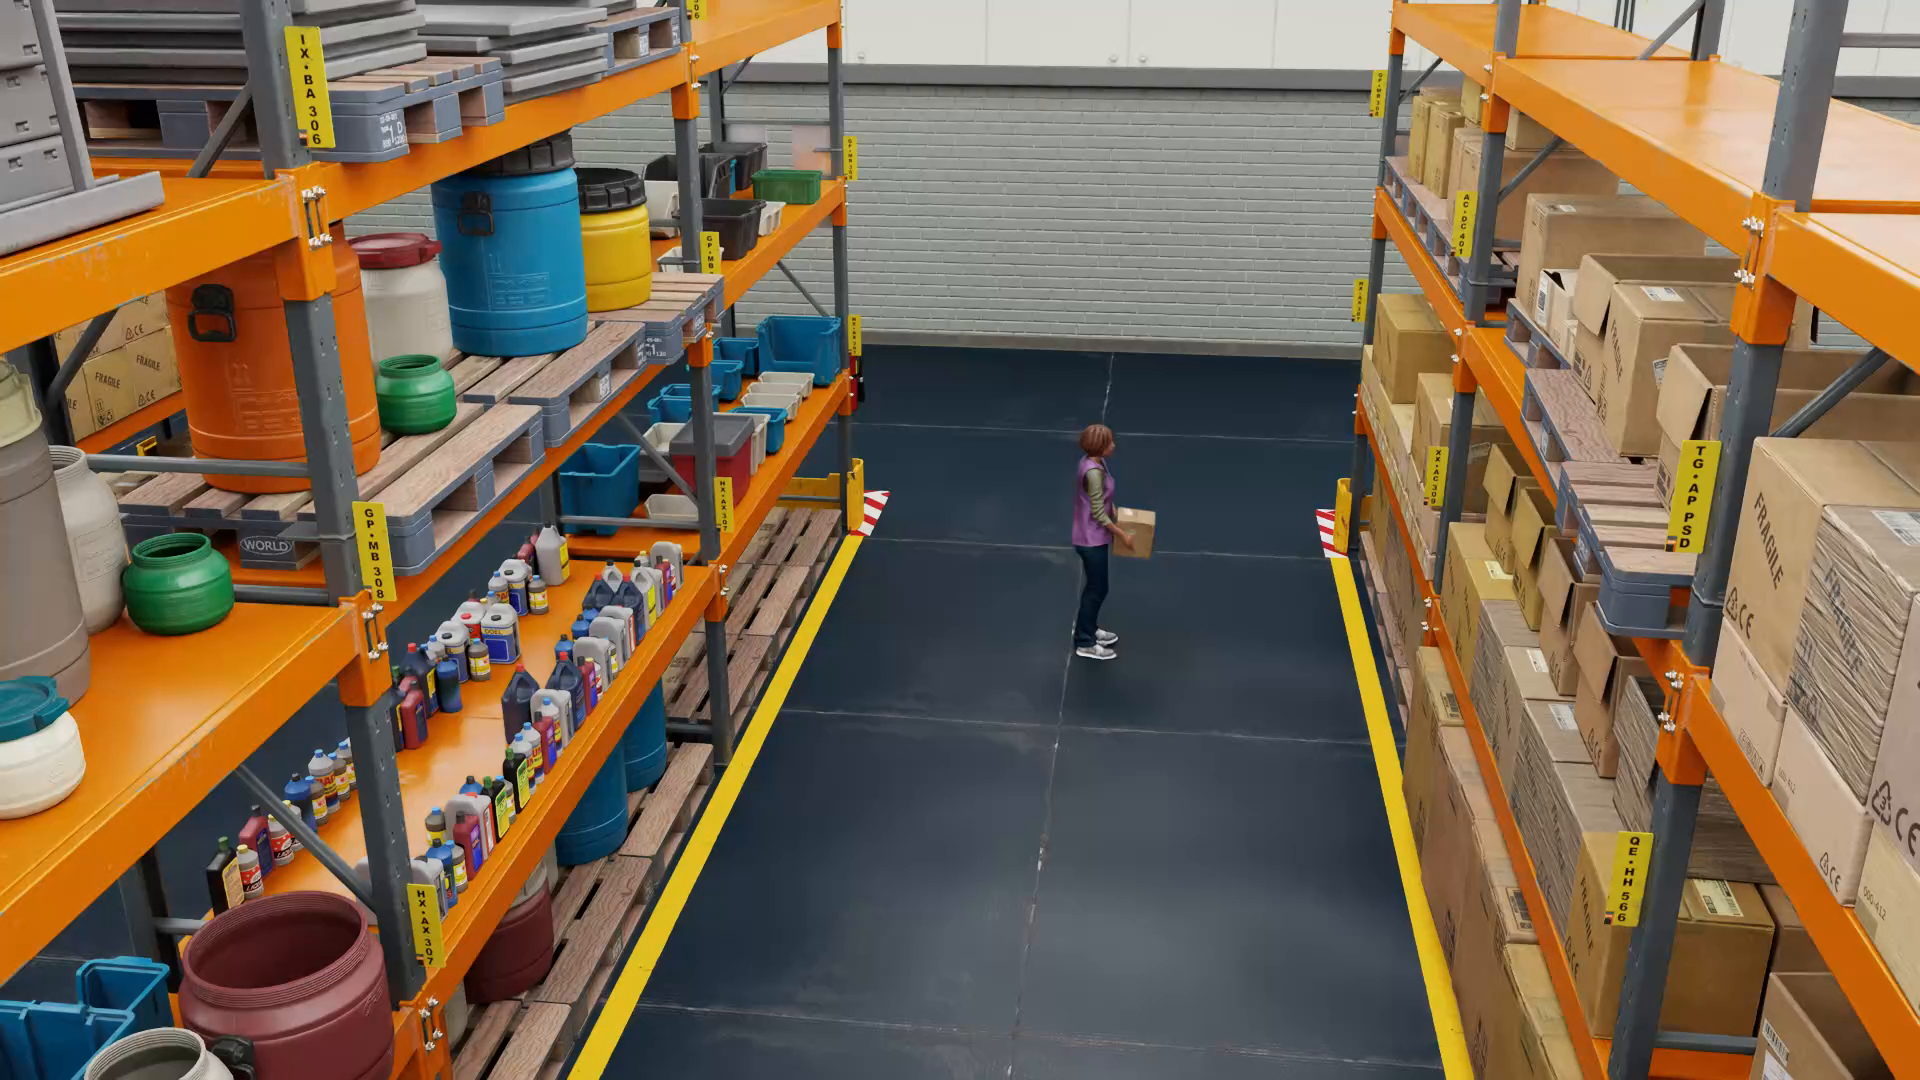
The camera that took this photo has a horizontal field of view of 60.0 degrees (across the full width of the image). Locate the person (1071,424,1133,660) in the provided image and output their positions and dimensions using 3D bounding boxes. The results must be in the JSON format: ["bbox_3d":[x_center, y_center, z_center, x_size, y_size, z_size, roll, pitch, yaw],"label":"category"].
[{"bbox_3d":[0.957,-0.005,11.097,0.436,1.603,0.443,2,22,6],"label":"person"}]
